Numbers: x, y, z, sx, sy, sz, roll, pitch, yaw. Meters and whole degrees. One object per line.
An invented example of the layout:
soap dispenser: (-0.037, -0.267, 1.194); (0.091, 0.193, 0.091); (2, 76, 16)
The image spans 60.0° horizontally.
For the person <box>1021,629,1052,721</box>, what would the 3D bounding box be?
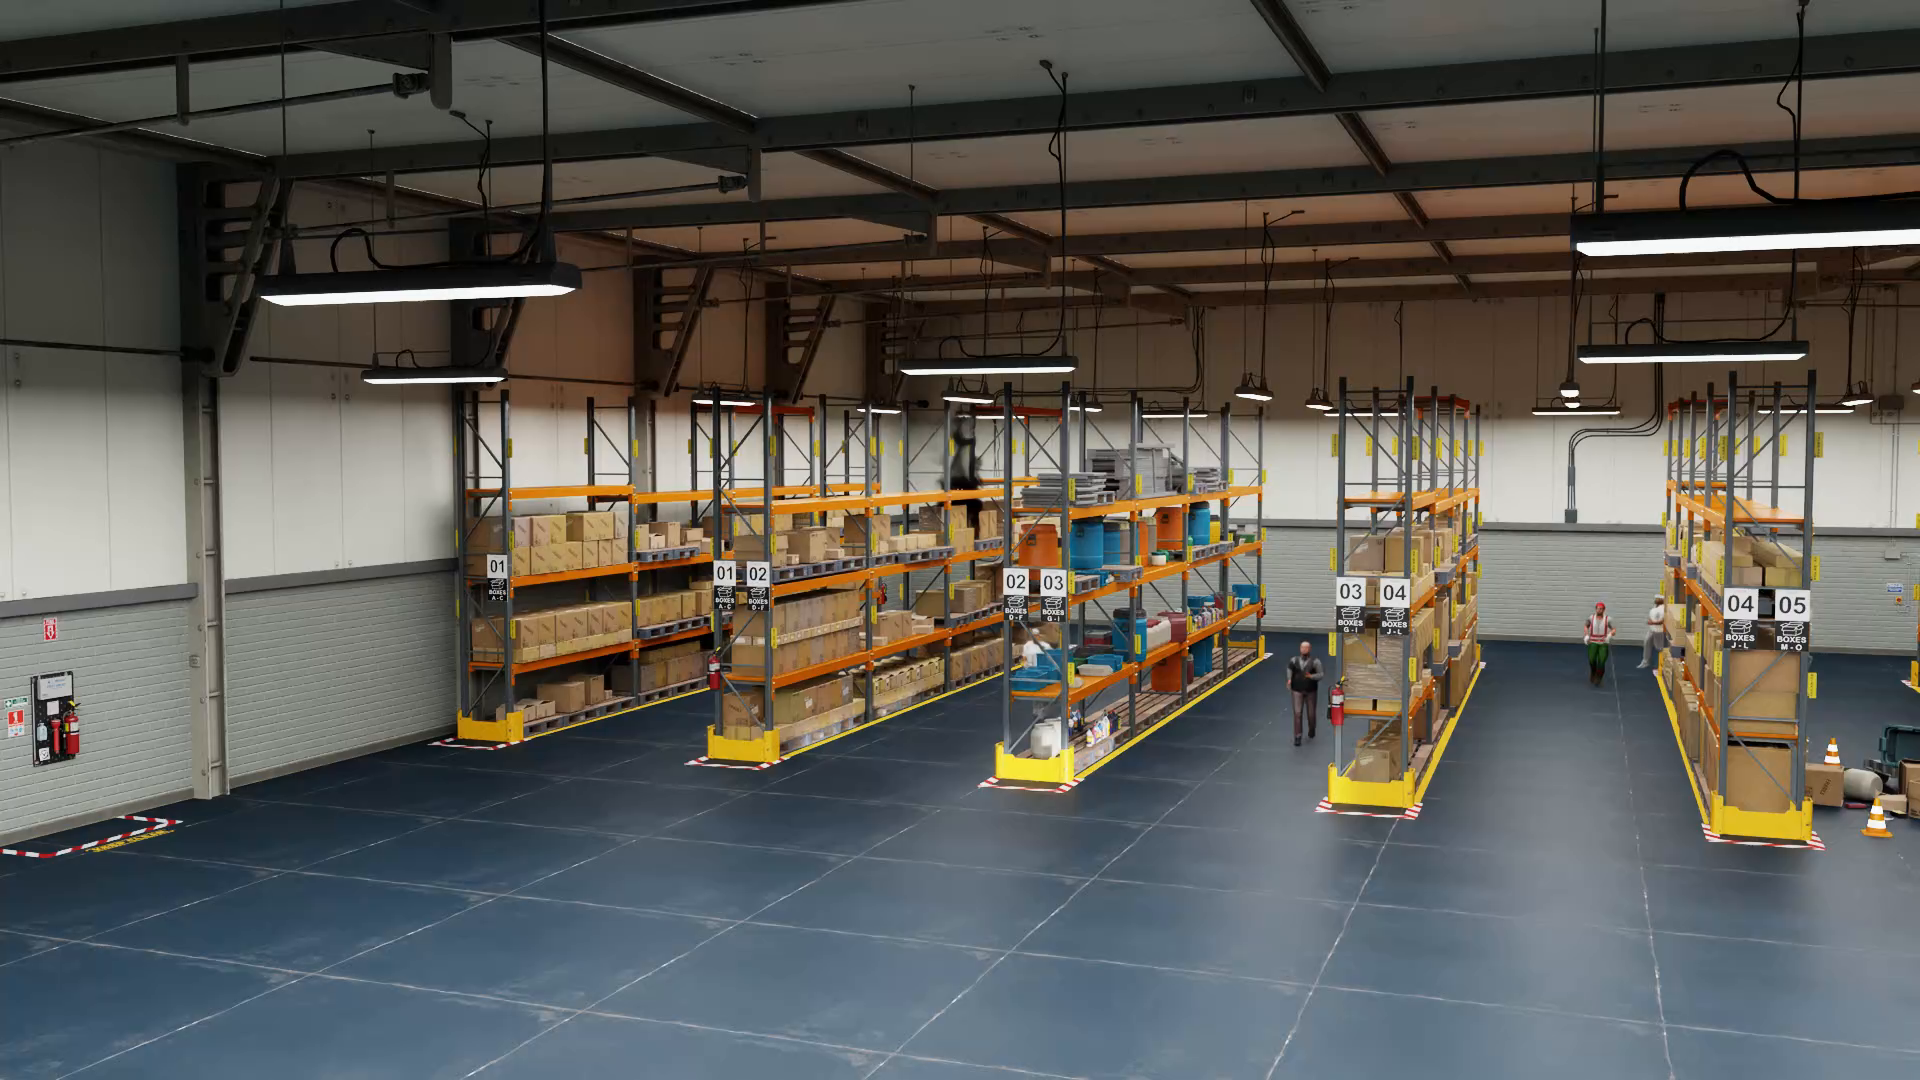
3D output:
person: (1.405, 2.487, 30.821); (0.554, 1.705, 0.759); (1, 3, 23)

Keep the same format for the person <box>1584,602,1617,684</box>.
person: (13.496, 2.186, 35.096); (0.662, 1.748, 0.587); (1, 3, 25)

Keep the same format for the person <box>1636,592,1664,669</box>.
person: (15.793, 2.057, 37.595); (0.836, 1.772, 0.713); (0, 3, -1)

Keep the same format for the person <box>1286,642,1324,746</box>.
person: (5.816, 2.572, 28.074); (0.656, 1.707, 0.970); (1, 3, 18)
